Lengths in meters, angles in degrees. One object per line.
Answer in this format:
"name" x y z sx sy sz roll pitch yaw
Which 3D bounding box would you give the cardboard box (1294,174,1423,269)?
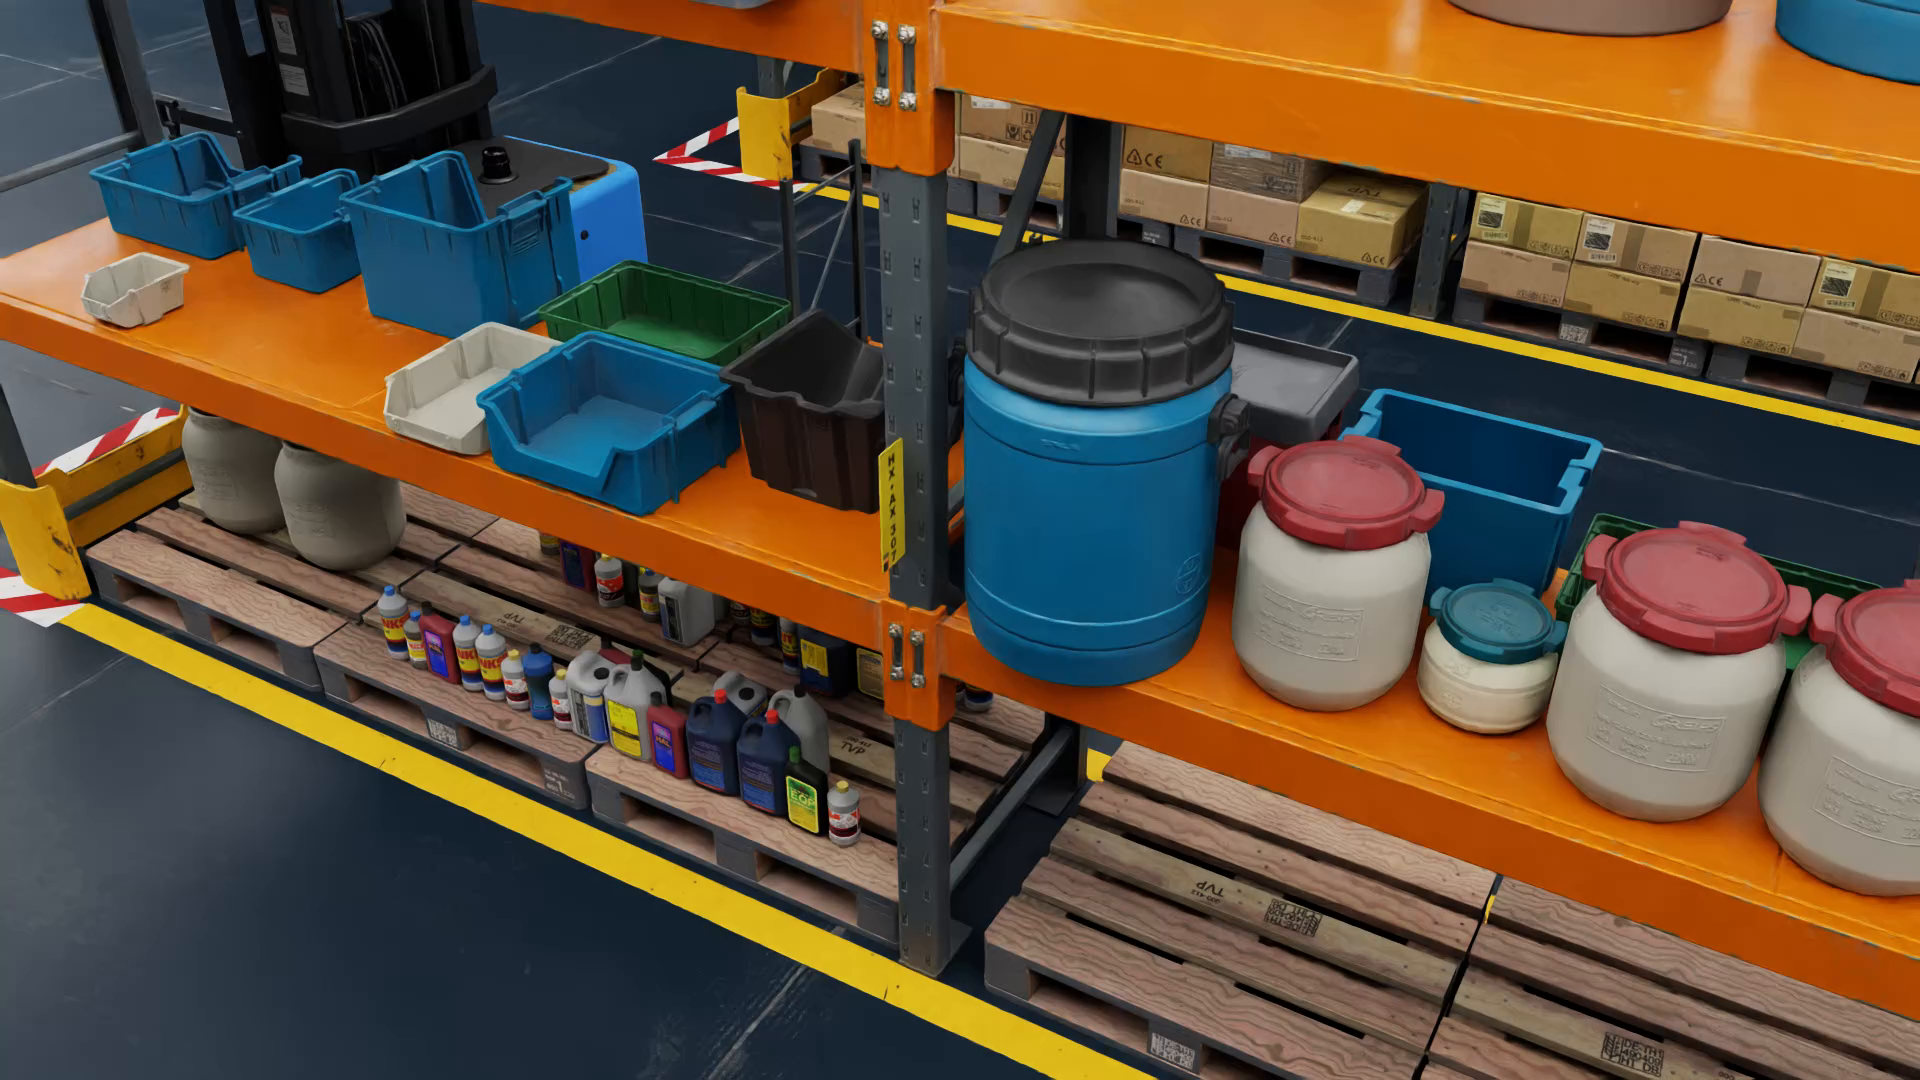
"cardboard box" 2.073 -1.662 8.641 0.500 0.250 0.500 18 37 24

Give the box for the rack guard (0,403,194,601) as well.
"rack guard" -3.261 -0.288 6.731 0.348 0.500 1.175 18 37 24

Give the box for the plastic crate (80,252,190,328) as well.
"plastic crate" -2.733 -0.816 5.506 0.250 0.136 0.298 18 37 24

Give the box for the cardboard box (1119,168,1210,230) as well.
"cardboard box" 1.202 -1.934 9.050 0.500 0.250 0.500 18 37 24

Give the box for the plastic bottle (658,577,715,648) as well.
"plastic bottle" -0.957 0.212 5.786 0.135 0.276 0.152 18 37 24

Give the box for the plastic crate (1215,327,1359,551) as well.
"plastic crate" 0.695 -0.267 4.387 0.583 0.464 0.402 18 37 24

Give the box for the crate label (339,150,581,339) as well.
"crate label" -1.618 -0.965 5.461 0.616 0.435 0.502 18 37 24

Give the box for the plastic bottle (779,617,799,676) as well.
"plastic bottle" -0.558 0.323 5.624 0.097 0.271 0.097 0 34 0

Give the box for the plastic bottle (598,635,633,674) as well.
"plastic bottle" -1.113 0.443 5.432 0.133 0.283 0.061 18 37 24

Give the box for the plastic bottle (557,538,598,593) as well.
"plastic bottle" -1.385 0.049 6.024 0.133 0.283 0.061 18 37 24

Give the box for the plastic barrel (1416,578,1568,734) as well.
"plastic barrel" 1.196 0.269 3.764 0.301 0.262 0.301 0 34 0

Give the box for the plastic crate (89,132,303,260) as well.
"plastic crate" -2.767 -1.271 6.086 0.616 0.251 0.499 18 37 24

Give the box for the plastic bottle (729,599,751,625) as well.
"plastic bottle" -0.770 0.193 5.882 0.097 0.201 0.097 0 34 0

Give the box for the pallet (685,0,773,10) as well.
"pallet" -0.552 -1.548 3.832 1.003 0.211 1.213 18 37 24

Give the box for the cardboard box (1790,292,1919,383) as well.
"cardboard box" 4.147 -0.986 7.627 0.500 0.250 0.500 18 38 25

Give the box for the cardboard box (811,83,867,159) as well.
"cardboard box" -0.534 -2.485 9.877 0.500 0.250 0.500 18 37 24

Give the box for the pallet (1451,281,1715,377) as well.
"pallet" 3.243 -1.264 8.458 1.213 0.211 1.003 18 37 24

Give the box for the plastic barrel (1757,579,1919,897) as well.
"plastic barrel" 1.857 0.407 3.311 0.433 0.535 0.433 0 34 0

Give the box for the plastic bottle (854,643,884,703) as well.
"plastic bottle" -0.283 0.398 5.499 0.133 0.283 0.061 18 37 24

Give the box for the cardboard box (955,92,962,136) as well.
"cardboard box" -0.099 -2.660 9.464 0.500 0.500 0.500 18 37 24

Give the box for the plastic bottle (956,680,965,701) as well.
"plastic bottle" -0.024 0.429 5.528 0.097 0.201 0.097 0 34 0

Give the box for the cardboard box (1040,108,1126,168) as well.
"cardboard box" 0.767 -2.383 9.048 0.500 0.500 0.500 18 37 24

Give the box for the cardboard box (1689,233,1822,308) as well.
"cardboard box" 3.701 -1.357 7.678 0.500 0.311 0.500 16 37 23

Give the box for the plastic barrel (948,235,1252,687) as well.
"plastic barrel" 0.308 -0.183 3.866 0.708 0.901 0.600 18 37 24

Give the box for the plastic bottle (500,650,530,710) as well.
"plastic bottle" -1.460 0.453 5.491 0.097 0.201 0.097 0 34 0

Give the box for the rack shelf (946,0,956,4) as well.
"rack shelf" 0.847 -2.860 8.987 4.000 0.370 1.077 18 37 24

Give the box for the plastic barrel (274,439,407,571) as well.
"plastic barrel" -2.305 -0.184 6.185 0.421 0.512 0.421 0 34 0

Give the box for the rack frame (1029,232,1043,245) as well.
"rack frame" 0.367 -0.508 6.160 0.032 1.500 0.500 18 37 24

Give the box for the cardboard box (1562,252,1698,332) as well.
"cardboard box" 3.254 -1.268 8.050 0.500 0.250 0.500 19 38 26

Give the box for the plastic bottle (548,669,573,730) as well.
"plastic bottle" -1.282 0.509 5.406 0.097 0.201 0.097 0 34 0

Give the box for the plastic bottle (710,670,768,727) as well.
"plastic bottle" -0.694 0.555 5.271 0.135 0.276 0.152 18 37 24

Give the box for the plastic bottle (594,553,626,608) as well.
"plastic bottle" -1.258 0.135 5.968 0.097 0.201 0.097 0 34 0

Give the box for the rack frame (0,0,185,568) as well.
"rack frame" -3.350 -1.326 6.035 0.127 3.000 1.000 18 37 24

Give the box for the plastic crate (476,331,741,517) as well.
"plastic crate" -0.973 -0.338 4.686 0.616 0.251 0.499 18 37 24

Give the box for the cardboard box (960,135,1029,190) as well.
"cardboard box" 0.336 -2.211 9.466 0.500 0.250 0.500 18 37 24

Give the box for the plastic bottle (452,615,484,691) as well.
"plastic bottle" -1.633 0.369 5.554 0.097 0.271 0.097 0 34 0

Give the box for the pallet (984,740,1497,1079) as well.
"pallet" 0.824 1.132 4.860 1.213 0.211 1.003 18 37 24

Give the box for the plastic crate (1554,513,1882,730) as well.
"plastic crate" 1.775 0.205 3.927 0.662 0.188 0.450 18 37 24

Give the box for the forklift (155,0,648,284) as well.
"forklift" -2.933 -2.146 7.328 3.031 2.935 1.130 18 37 24

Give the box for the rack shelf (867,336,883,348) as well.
"rack shelf" -0.074 -0.498 6.469 1.000 0.185 0.538 18 37 24

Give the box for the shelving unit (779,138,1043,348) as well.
"shelving unit" -0.066 -0.645 6.366 1.083 1.500 0.587 18 37 24

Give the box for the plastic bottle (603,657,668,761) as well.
"plastic bottle" -1.026 0.513 5.266 0.185 0.351 0.144 17 37 24

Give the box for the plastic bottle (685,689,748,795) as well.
"plastic bottle" -0.746 0.602 5.133 0.185 0.351 0.144 16 37 22

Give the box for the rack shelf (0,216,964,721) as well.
"rack shelf" -1.613 -0.477 5.409 4.000 0.370 1.077 18 37 24

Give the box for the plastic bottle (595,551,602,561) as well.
"plastic bottle" -1.333 0.001 6.103 0.135 0.276 0.152 18 38 25

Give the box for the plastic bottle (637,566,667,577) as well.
"plastic bottle" -1.066 0.052 5.959 0.185 0.351 0.144 19 38 26

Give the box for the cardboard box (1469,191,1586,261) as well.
"cardboard box" 2.819 -1.639 8.101 0.500 0.311 0.500 18 38 25

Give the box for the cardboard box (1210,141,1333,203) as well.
"cardboard box" 1.645 -2.117 8.648 0.500 0.500 0.500 18 37 24

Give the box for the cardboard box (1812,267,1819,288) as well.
"cardboard box" 3.971 -1.384 8.224 0.500 0.250 0.500 18 38 25

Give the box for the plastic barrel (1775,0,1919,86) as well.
"plastic barrel" 1.808 -1.288 2.820 0.708 0.901 0.600 18 37 24

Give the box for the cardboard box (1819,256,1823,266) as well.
"cardboard box" 4.399 -1.481 7.863 0.500 0.311 0.500 17 37 24

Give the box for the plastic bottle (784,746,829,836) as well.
"plastic bottle" -0.458 0.748 4.975 0.133 0.283 0.061 20 38 27

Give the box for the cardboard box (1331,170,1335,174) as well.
"cardboard box" 1.900 -2.053 9.228 0.500 0.250 0.500 18 37 24

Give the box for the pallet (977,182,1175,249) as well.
"pallet" 0.851 -2.022 9.596 1.213 0.211 1.003 18 37 24

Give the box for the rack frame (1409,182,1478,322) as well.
"rack frame" 2.584 -2.609 7.962 0.127 3.000 1.000 18 37 24

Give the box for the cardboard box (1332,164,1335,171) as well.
"cardboard box" 1.899 -2.363 9.018 0.500 0.500 0.500 18 37 24

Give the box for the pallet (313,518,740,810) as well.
"pallet" -1.503 0.395 5.967 1.213 0.211 1.003 18 37 24

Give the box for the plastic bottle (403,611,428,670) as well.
"plastic bottle" -1.841 0.332 5.672 0.097 0.201 0.097 0 34 0

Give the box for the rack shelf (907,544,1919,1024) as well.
"rack shelf" 1.859 0.623 3.757 4.000 0.370 1.077 18 37 24
